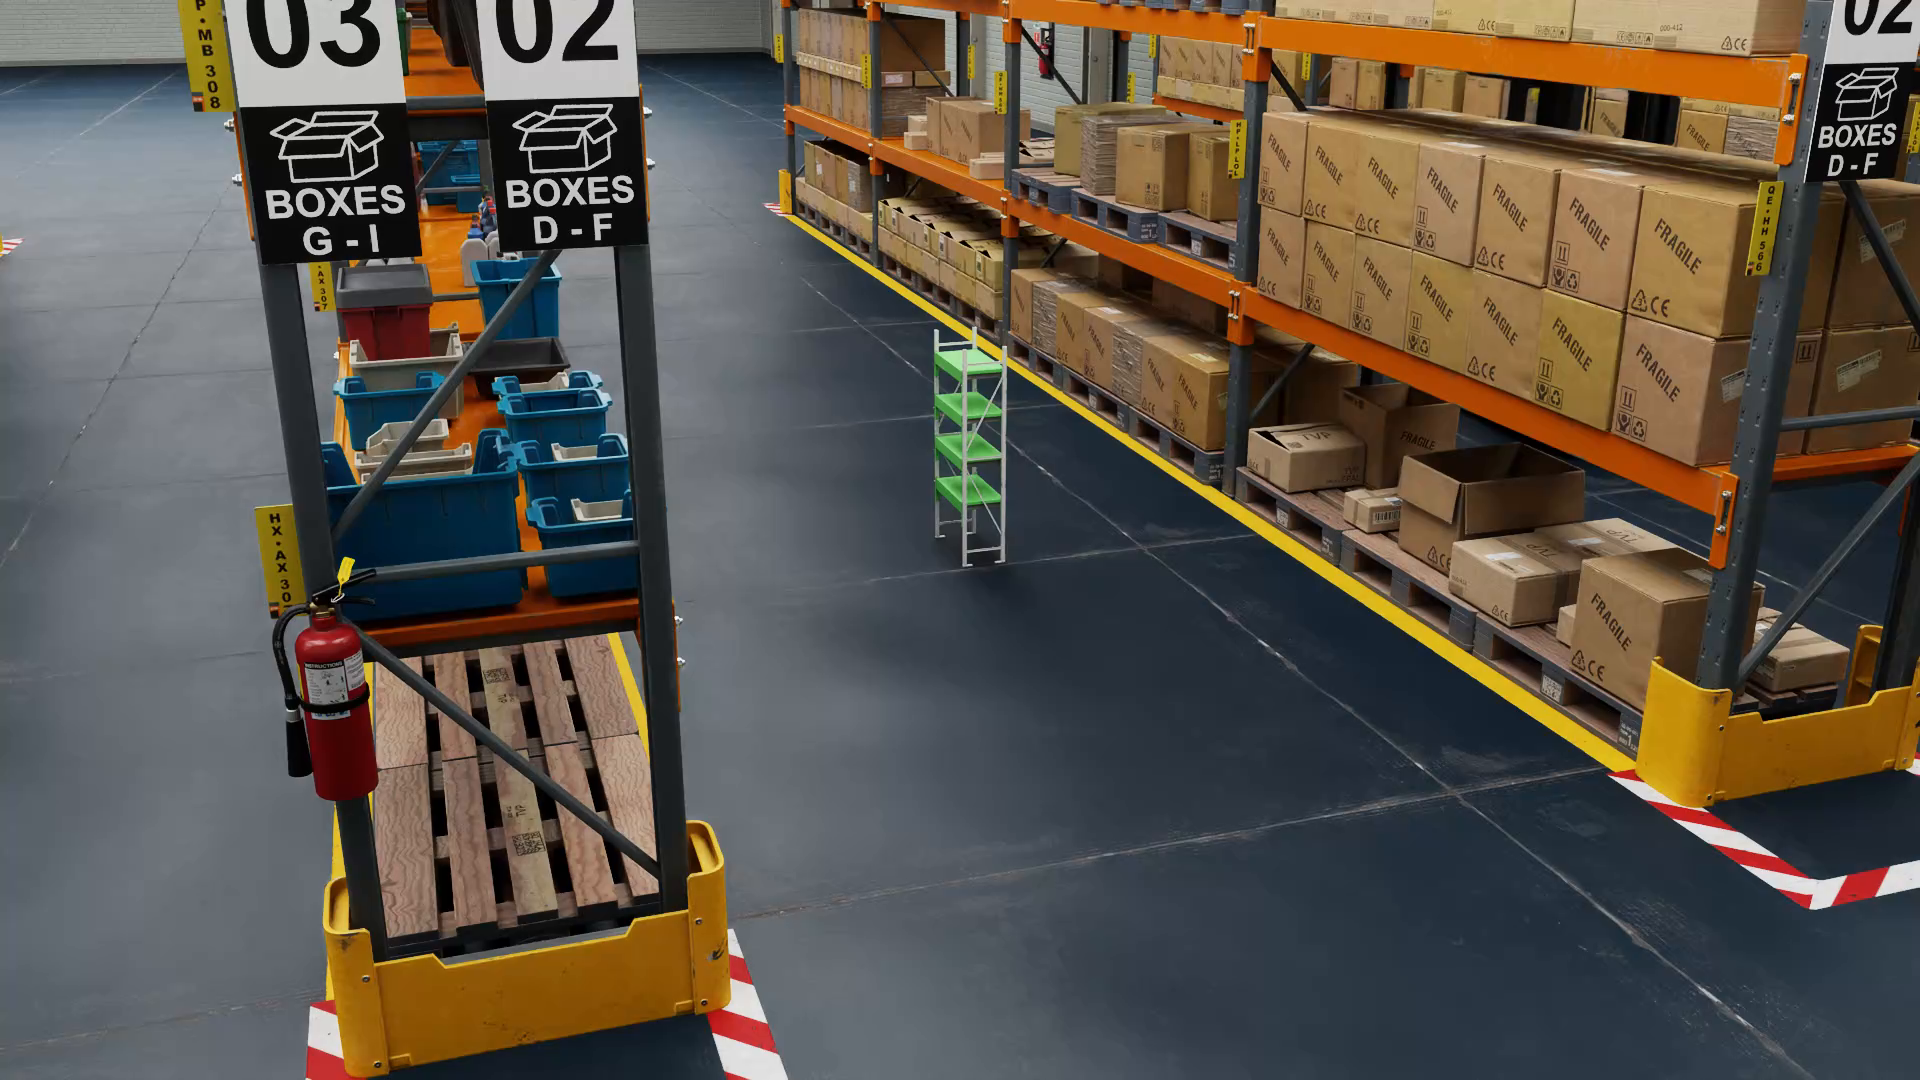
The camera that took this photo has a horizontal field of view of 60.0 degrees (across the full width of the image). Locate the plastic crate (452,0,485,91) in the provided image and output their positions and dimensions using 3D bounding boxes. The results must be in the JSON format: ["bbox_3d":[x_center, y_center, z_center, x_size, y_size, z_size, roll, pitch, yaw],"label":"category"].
[{"bbox_3d":[-1.201,-1.429,4.714,0.497,0.269,0.590,-6,21,-17],"label":"plastic crate"}]

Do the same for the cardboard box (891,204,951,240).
[{"bbox_3d":[-0.367,-3.149,16.363,0.500,0.311,0.500,-7,21,-18],"label":"cardboard box"}]

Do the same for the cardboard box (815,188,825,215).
[{"bbox_3d":[-1.395,-3.973,19.486,0.500,0.250,0.500,-6,21,-17],"label":"cardboard box"}]

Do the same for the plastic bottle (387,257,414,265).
[{"bbox_3d":[-3.064,-1.462,9.122,0.144,0.351,0.185,-6,21,-17],"label":"plastic bottle"}]

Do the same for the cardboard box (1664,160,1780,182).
[{"bbox_3d":[3.298,-1.306,6.988,0.500,0.500,0.500,-6,21,-17],"label":"cardboard box"}]

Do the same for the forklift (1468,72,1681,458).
[{"bbox_3d":[4.113,-2.357,11.643,1.130,2.935,3.031,-6,21,-16],"label":"forklift"}]

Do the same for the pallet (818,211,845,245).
[{"bbox_3d":[-1.010,-3.641,19.242,1.003,0.211,1.213,-6,21,-17],"label":"pallet"}]

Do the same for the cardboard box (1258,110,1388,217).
[{"bbox_3d":[1.983,-2.071,9.118,0.500,0.500,0.500,-6,21,-16],"label":"cardboard box"}]

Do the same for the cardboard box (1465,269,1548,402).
[{"bbox_3d":[2.642,-0.940,7.447,0.500,0.500,0.500,-6,21,-17],"label":"cardboard box"}]

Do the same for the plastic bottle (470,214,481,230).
[{"bbox_3d":[-3.046,-1.912,10.476,0.061,0.283,0.133,-6,21,-17],"label":"plastic bottle"}]

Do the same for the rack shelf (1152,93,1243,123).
[{"bbox_3d":[3.660,-5.133,20.333,1.077,0.370,4.000,-6,21,-17],"label":"rack shelf"}]

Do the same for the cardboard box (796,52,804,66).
[{"bbox_3d":[-1.751,-5.789,19.989,0.380,0.149,0.250,-7,21,-18],"label":"cardboard box"}]

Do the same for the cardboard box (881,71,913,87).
[{"bbox_3d":[-0.701,-4.719,17.009,0.380,0.149,0.250,-6,21,-17],"label":"cardboard box"}]

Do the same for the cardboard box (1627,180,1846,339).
[{"bbox_3d":[2.958,-1.082,6.365,0.500,0.500,0.500,-7,21,-18],"label":"cardboard box"}]

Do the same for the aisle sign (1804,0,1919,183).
[{"bbox_3d":[3.090,-1.620,5.643,0.394,0.787,0.004,-6,21,-17],"label":"aisle sign"}]

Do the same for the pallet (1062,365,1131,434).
[{"bbox_3d":[1.423,-1.071,12.087,1.003,0.211,1.213,-6,21,-17],"label":"pallet"}]

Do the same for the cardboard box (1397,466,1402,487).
[{"bbox_3d":[2.725,-0.333,9.473,0.380,0.149,0.250,-6,21,-17],"label":"cardboard box"}]

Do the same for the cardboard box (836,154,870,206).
[{"bbox_3d":[-1.073,-4.006,18.468,0.500,0.500,0.500,-6,21,-17],"label":"cardboard box"}]

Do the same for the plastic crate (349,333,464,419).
[{"bbox_3d":[-2.297,-0.672,6.937,0.437,0.282,0.530,-6,21,-17],"label":"plastic crate"}]

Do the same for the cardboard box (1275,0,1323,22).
[{"bbox_3d":[2.020,-2.893,8.819,0.500,0.250,0.500,-6,21,-17],"label":"cardboard box"}]

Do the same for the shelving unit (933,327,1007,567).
[{"bbox_3d":[0.052,-0.512,9.066,0.258,1.200,0.503,-6,21,-17],"label":"shelving unit"}]

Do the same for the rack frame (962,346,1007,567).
[{"bbox_3d":[0.129,-0.433,8.848,0.240,1.200,0.015,-6,21,-17],"label":"rack frame"}]

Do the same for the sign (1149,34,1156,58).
[{"bbox_3d":[2.517,-6.463,21.691,0.100,0.325,0.005,-6,21,-17],"label":"sign"}]

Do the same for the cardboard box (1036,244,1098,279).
[{"bbox_3d":[0.959,-2.385,14.236,0.500,0.311,0.500,-6,21,-15],"label":"cardboard box"}]

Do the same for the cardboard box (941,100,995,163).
[{"bbox_3d":[0.136,-3.771,15.330,0.500,0.500,0.500,-6,21,-17],"label":"cardboard box"}]

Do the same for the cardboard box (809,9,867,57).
[{"bbox_3d":[-1.348,-5.907,19.357,0.700,0.500,0.500,-7,21,-19],"label":"cardboard box"}]

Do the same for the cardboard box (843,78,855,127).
[{"bbox_3d":[-0.884,-4.821,18.252,0.700,0.500,0.500,-6,21,-16],"label":"cardboard box"}]

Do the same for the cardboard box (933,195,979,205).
[{"bbox_3d":[-0.013,-3.370,16.978,0.500,0.311,0.500,-6,21,-17],"label":"cardboard box"}]

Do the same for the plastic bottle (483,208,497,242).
[{"bbox_3d":[-2.857,-1.861,10.233,0.144,0.351,0.185,-6,21,-17],"label":"plastic bottle"}]

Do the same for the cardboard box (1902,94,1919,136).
[{"bbox_3d":[6.414,-2.934,11.421,0.500,0.250,0.500,-6,21,-16],"label":"cardboard box"}]

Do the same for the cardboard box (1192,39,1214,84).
[{"bbox_3d":[3.199,-5.893,20.470,0.500,0.500,0.500,-7,21,-19],"label":"cardboard box"}]

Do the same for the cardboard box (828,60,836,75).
[{"bbox_3d":[-1.269,-5.296,18.615,0.380,0.149,0.250,-6,21,-17],"label":"cardboard box"}]

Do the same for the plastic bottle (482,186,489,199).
[{"bbox_3d":[-3.327,-2.354,11.705,0.061,0.283,0.133,-6,21,-17],"label":"plastic bottle"}]

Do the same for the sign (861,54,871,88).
[{"bbox_3d":[-0.939,-4.687,16.630,0.100,0.325,0.005,-6,21,-17],"label":"sign"}]

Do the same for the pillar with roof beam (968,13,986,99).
[{"bbox_3d":[-3.786,-12.197,30.062,9.100,9.000,0.400,-6,21,-17],"label":"pillar with roof beam"}]

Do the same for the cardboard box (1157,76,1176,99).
[{"bbox_3d":[2.884,-5.861,21.490,0.500,0.250,0.500,-7,21,-19],"label":"cardboard box"}]

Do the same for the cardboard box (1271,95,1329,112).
[{"bbox_3d":[3.852,-4.888,18.780,0.500,0.250,0.500,-6,21,-17],"label":"cardboard box"}]

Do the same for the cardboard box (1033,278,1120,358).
[{"bbox_3d":[0.886,-1.705,12.773,0.500,0.500,0.500,-7,21,-19],"label":"cardboard box"}]

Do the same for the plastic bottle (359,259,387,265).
[{"bbox_3d":[-3.259,-1.506,9.244,0.144,0.351,0.185,-6,21,-17],"label":"plastic bottle"}]

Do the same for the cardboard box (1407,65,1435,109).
[{"bbox_3d":[4.822,-4.528,16.788,0.700,0.500,0.500,-4,20,-10],"label":"cardboard box"}]

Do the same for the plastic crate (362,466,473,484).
[{"bbox_3d":[-1.850,-0.167,5.745,0.396,0.136,0.243,-6,21,-17],"label":"plastic crate"}]

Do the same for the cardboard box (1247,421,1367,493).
[{"bbox_3d":[2.028,-0.518,9.749,0.500,0.311,0.500,-6,21,-17],"label":"cardboard box"}]

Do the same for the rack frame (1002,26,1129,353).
[{"bbox_3d":[0.845,-3.018,13.382,1.000,3.000,0.127,-6,21,-17],"label":"rack frame"}]

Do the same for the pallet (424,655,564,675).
[{"bbox_3d":[-2.334,0.335,8.172,1.003,0.211,1.213,-6,21,-17],"label":"pallet"}]

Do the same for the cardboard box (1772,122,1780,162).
[{"bbox_3d":[6.249,-2.743,11.997,0.500,0.500,0.500,-6,21,-17],"label":"cardboard box"}]

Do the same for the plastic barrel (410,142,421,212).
[{"bbox_3d":[-4.292,-2.674,12.222,0.600,0.536,0.708,-6,21,-17],"label":"plastic barrel"}]

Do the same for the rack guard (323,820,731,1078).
[{"bbox_3d":[-1.325,1.257,5.177,1.175,0.500,0.348,-6,21,-17],"label":"rack guard"}]

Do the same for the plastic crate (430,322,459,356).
[{"bbox_3d":[-2.591,-0.949,7.923,0.396,0.136,0.243,-6,21,-17],"label":"plastic crate"}]

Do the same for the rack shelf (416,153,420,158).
[{"bbox_3d":[-5.745,-4.080,17.402,1.077,0.370,4.000,-6,21,-17],"label":"rack shelf"}]

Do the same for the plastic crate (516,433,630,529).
[{"bbox_3d":[-1.316,-0.201,5.697,0.416,0.233,0.300,-6,21,-17],"label":"plastic crate"}]

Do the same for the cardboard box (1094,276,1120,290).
[{"bbox_3d":[1.361,-1.774,12.964,0.500,0.500,0.500,-6,20,-15],"label":"cardboard box"}]

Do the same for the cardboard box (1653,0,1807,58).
[{"bbox_3d":[2.947,-1.929,6.134,0.500,0.250,0.500,-6,21,-17],"label":"cardboard box"}]

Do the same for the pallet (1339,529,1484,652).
[{"bbox_3d":[2.704,0.191,8.574,1.003,0.211,1.213,-6,21,-17],"label":"pallet"}]

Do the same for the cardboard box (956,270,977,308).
[{"bbox_3d":[0.282,-2.230,14.633,0.500,0.250,0.500,-7,21,-18],"label":"cardboard box"}]

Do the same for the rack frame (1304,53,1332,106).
[{"bbox_3d":[4.289,-4.829,18.424,1.000,3.000,0.127,-6,21,-17],"label":"rack frame"}]
